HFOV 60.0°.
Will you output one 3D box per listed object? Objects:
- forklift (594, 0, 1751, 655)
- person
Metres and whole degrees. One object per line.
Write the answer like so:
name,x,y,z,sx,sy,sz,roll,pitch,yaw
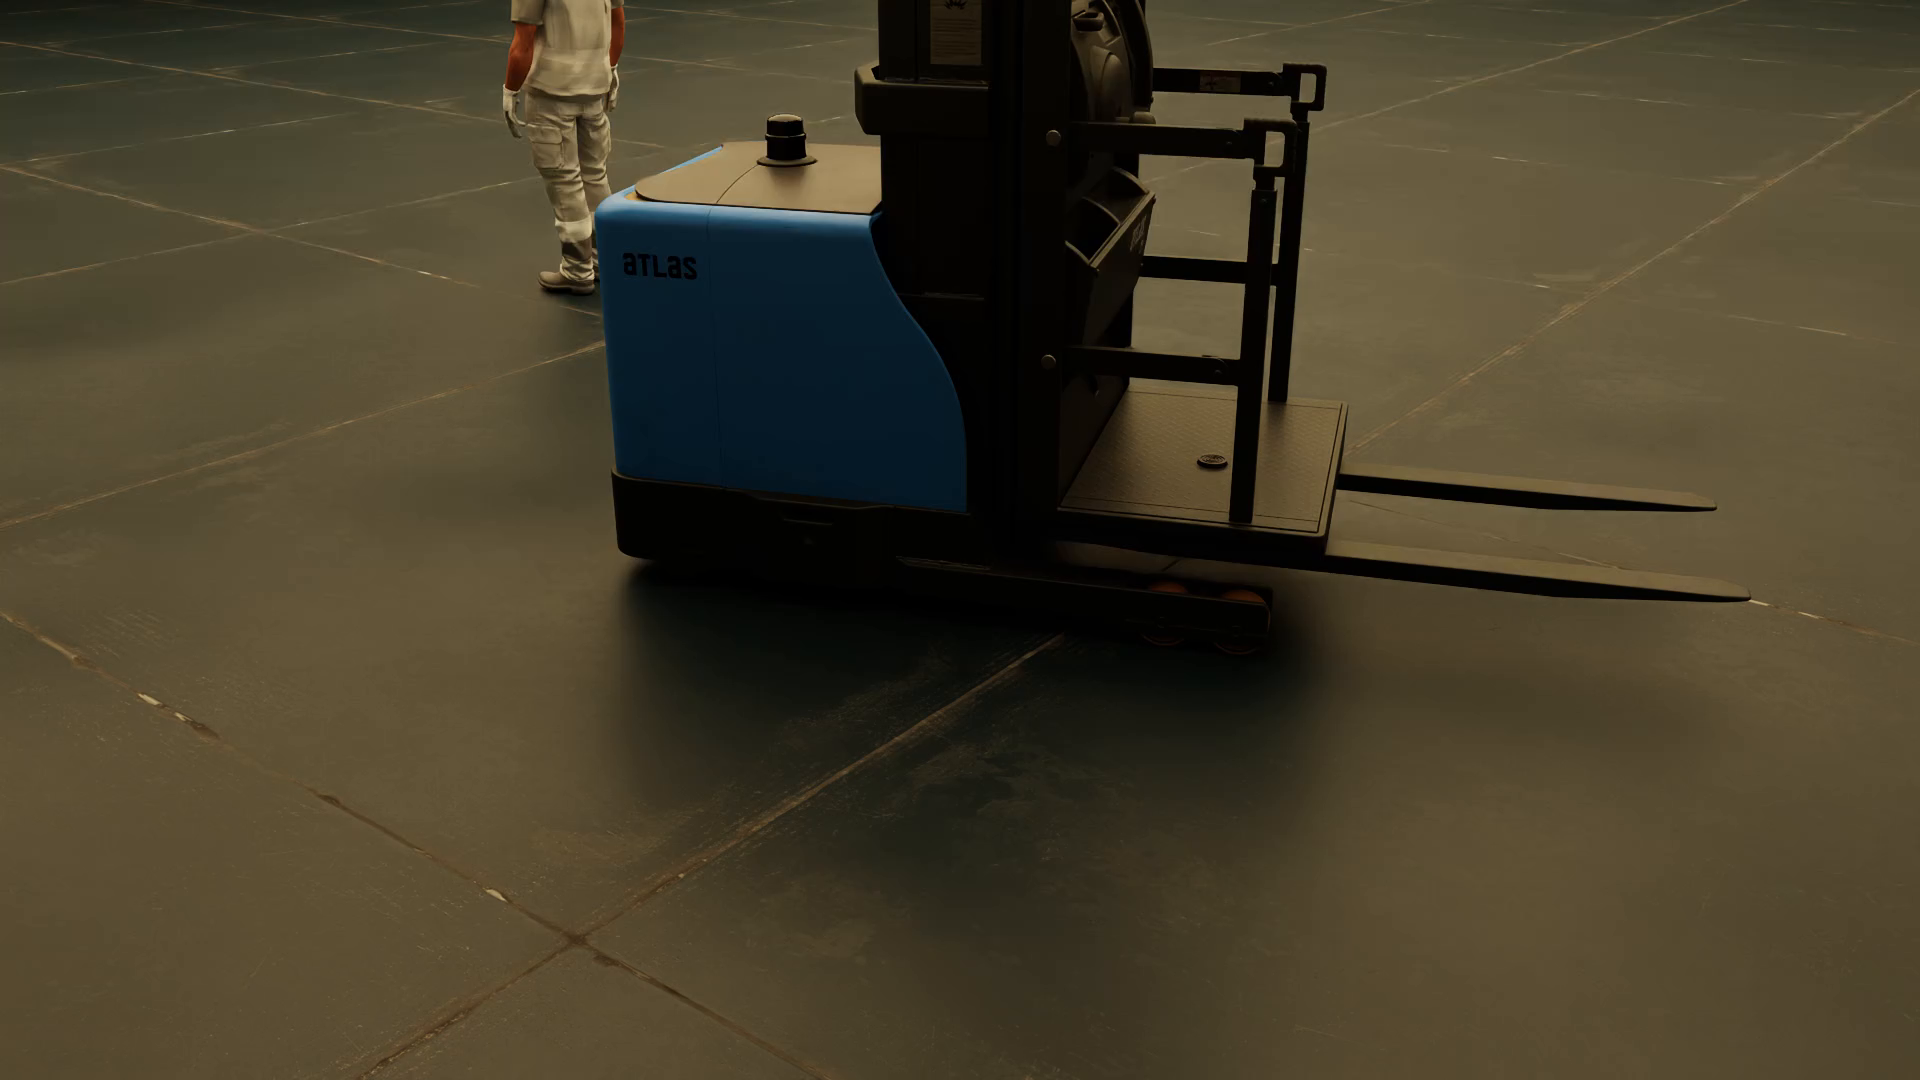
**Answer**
forklift,0.587,-1.281,4.284,3.031,2.935,1.130,6,24,14
person,-1.782,-1.983,7.320,0.564,1.787,0.638,17,28,33
